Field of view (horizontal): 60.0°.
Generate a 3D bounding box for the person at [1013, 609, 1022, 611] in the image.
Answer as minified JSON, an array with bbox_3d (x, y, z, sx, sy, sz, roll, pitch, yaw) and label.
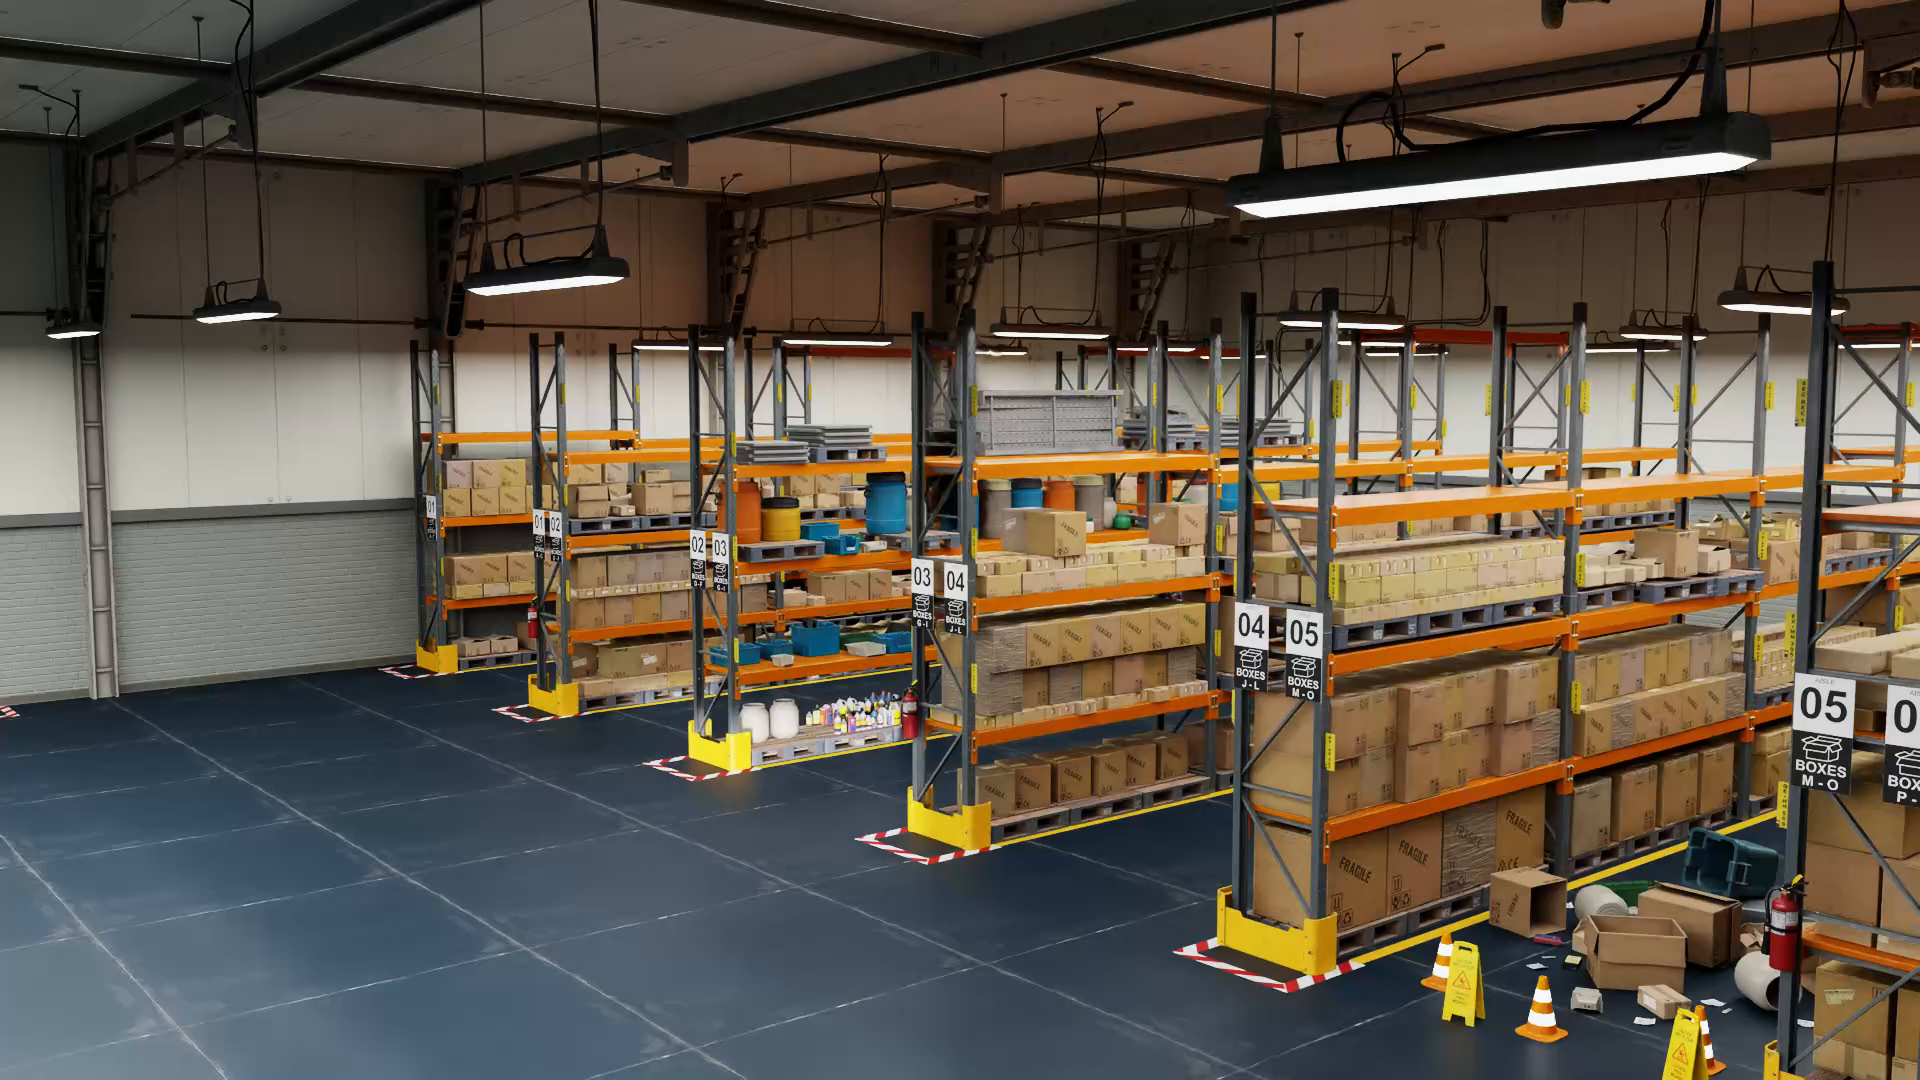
[{"bbox_3d":[0.963,1.381,28.632,0.883,1.757,0.724,-4,7,-37],"label":"person"}]
